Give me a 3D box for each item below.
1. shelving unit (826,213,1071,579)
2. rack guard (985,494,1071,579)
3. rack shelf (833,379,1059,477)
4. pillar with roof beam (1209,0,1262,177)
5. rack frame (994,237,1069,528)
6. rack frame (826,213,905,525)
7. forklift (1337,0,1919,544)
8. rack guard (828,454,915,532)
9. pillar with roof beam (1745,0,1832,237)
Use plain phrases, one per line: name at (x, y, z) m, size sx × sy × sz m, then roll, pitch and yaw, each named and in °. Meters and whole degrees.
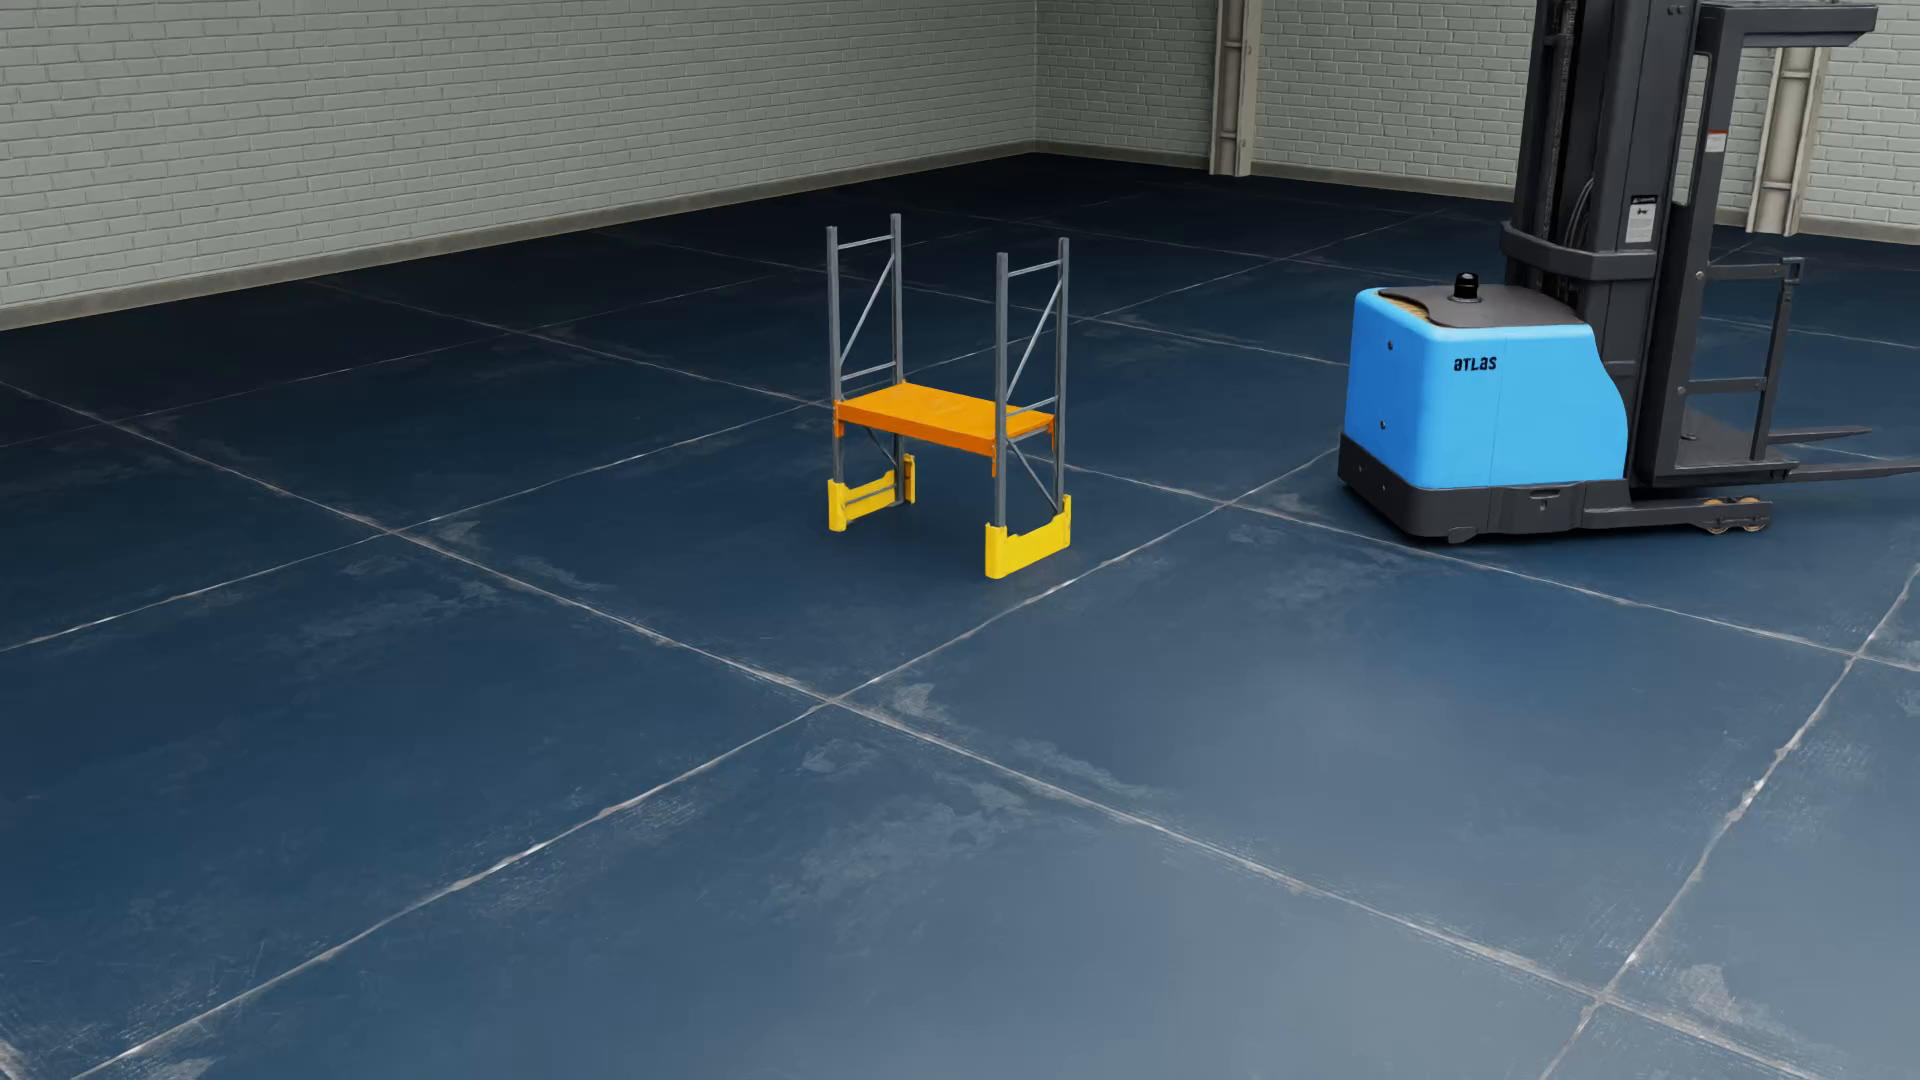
shelving unit at (-0.059, -0.719, 7.949) m, size 1.083 × 1.500 × 0.587 m, roll 16°, pitch 26°, yaw 36°
rack guard at (0.327, -0.023, 7.875) m, size 0.087 × 0.250 × 0.587 m, roll 16°, pitch 26°, yaw 36°
rack shelf at (-0.066, -0.552, 8.017) m, size 1.000 × 0.185 × 0.538 m, roll 16°, pitch 26°, yaw 36°
pillar with roof beam at (0.463, -7.345, 14.892) m, size 0.400 × 9.000 × 9.100 m, roll 16°, pitch 26°, yaw 36°
rack frame at (0.328, -0.607, 7.653) m, size 0.032 × 1.500 × 0.500 m, roll 16°, pitch 26°, yaw 36°
rack frame at (-0.460, -0.834, 8.255) m, size 0.032 × 1.500 × 0.500 m, roll 16°, pitch 26°, yaw 36°
forklift at (3.580, -1.583, 8.213) m, size 3.031 × 2.935 × 1.130 m, roll -3°, pitch 21°, yaw -9°
rack guard at (-0.445, -0.245, 8.464) m, size 0.087 × 0.250 × 0.587 m, roll 16°, pitch 26°, yaw 36°
pillar with roof beam at (5.111, -6.006, 11.343) m, size 0.400 × 9.000 × 9.100 m, roll 16°, pitch 26°, yaw 36°
